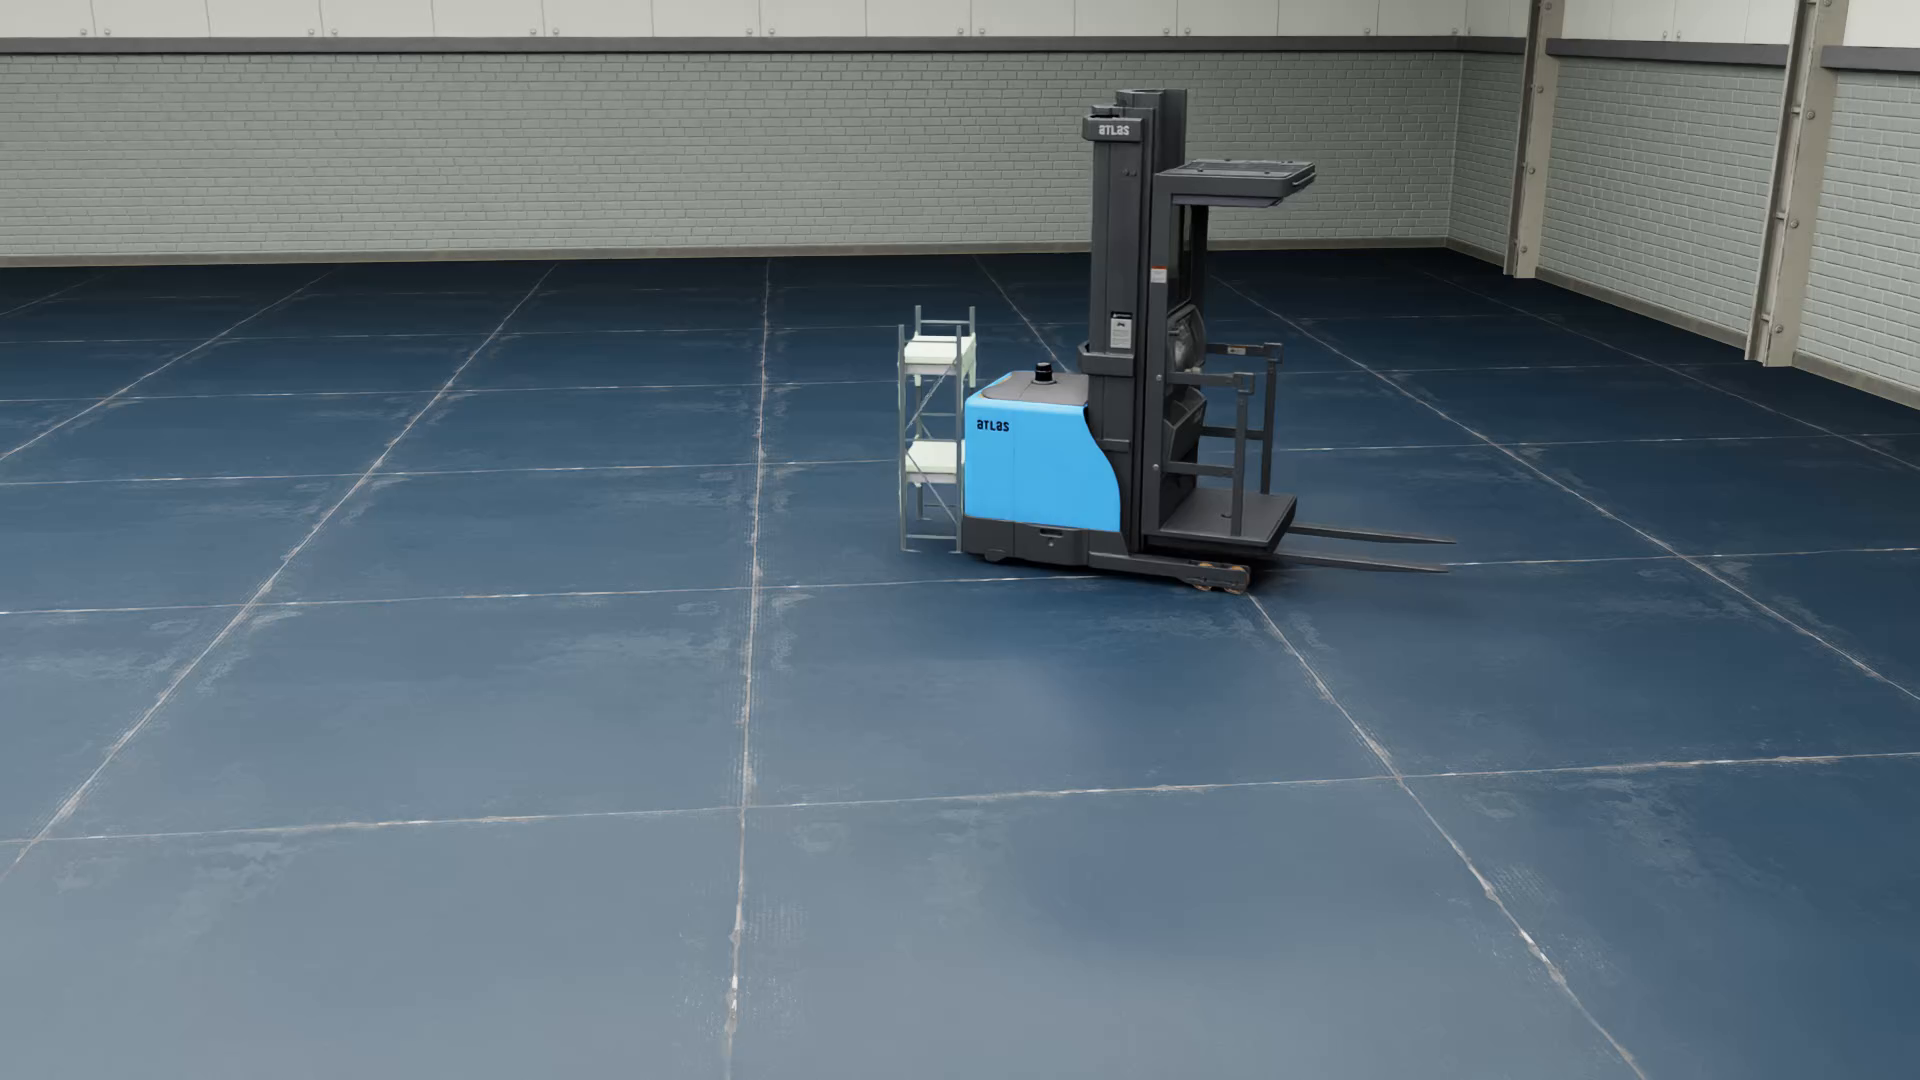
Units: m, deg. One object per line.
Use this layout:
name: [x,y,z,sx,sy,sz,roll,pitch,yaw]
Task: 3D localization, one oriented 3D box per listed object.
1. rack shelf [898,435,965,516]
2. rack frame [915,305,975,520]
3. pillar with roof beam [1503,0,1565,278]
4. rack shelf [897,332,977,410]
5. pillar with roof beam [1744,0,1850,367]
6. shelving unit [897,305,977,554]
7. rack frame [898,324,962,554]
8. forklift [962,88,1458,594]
rack shelf: [-0.144,-0.435,11.146,0.431,0.370,0.720,2,18,7]
rack frame: [-0.100,-0.854,11.395,0.400,1.500,0.023,2,18,7]
pillar with roof beam: [3.338,-7.756,20.857,9.100,9.000,0.400,-2,18,-6]
rack shelf: [-0.144,-1.118,10.931,0.431,0.370,0.720,2,18,7]
pillar with roof beam: [3.957,-5.968,15.163,9.100,9.000,0.400,-2,18,-6]
shelving unit: [-0.144,-0.746,11.048,0.431,1.500,0.755,2,18,7]
rack frame: [-0.188,-0.637,10.701,0.400,1.500,0.023,2,18,7]
forklift: [1.588,-1.249,10.263,3.031,2.935,1.130,6,18,19]
